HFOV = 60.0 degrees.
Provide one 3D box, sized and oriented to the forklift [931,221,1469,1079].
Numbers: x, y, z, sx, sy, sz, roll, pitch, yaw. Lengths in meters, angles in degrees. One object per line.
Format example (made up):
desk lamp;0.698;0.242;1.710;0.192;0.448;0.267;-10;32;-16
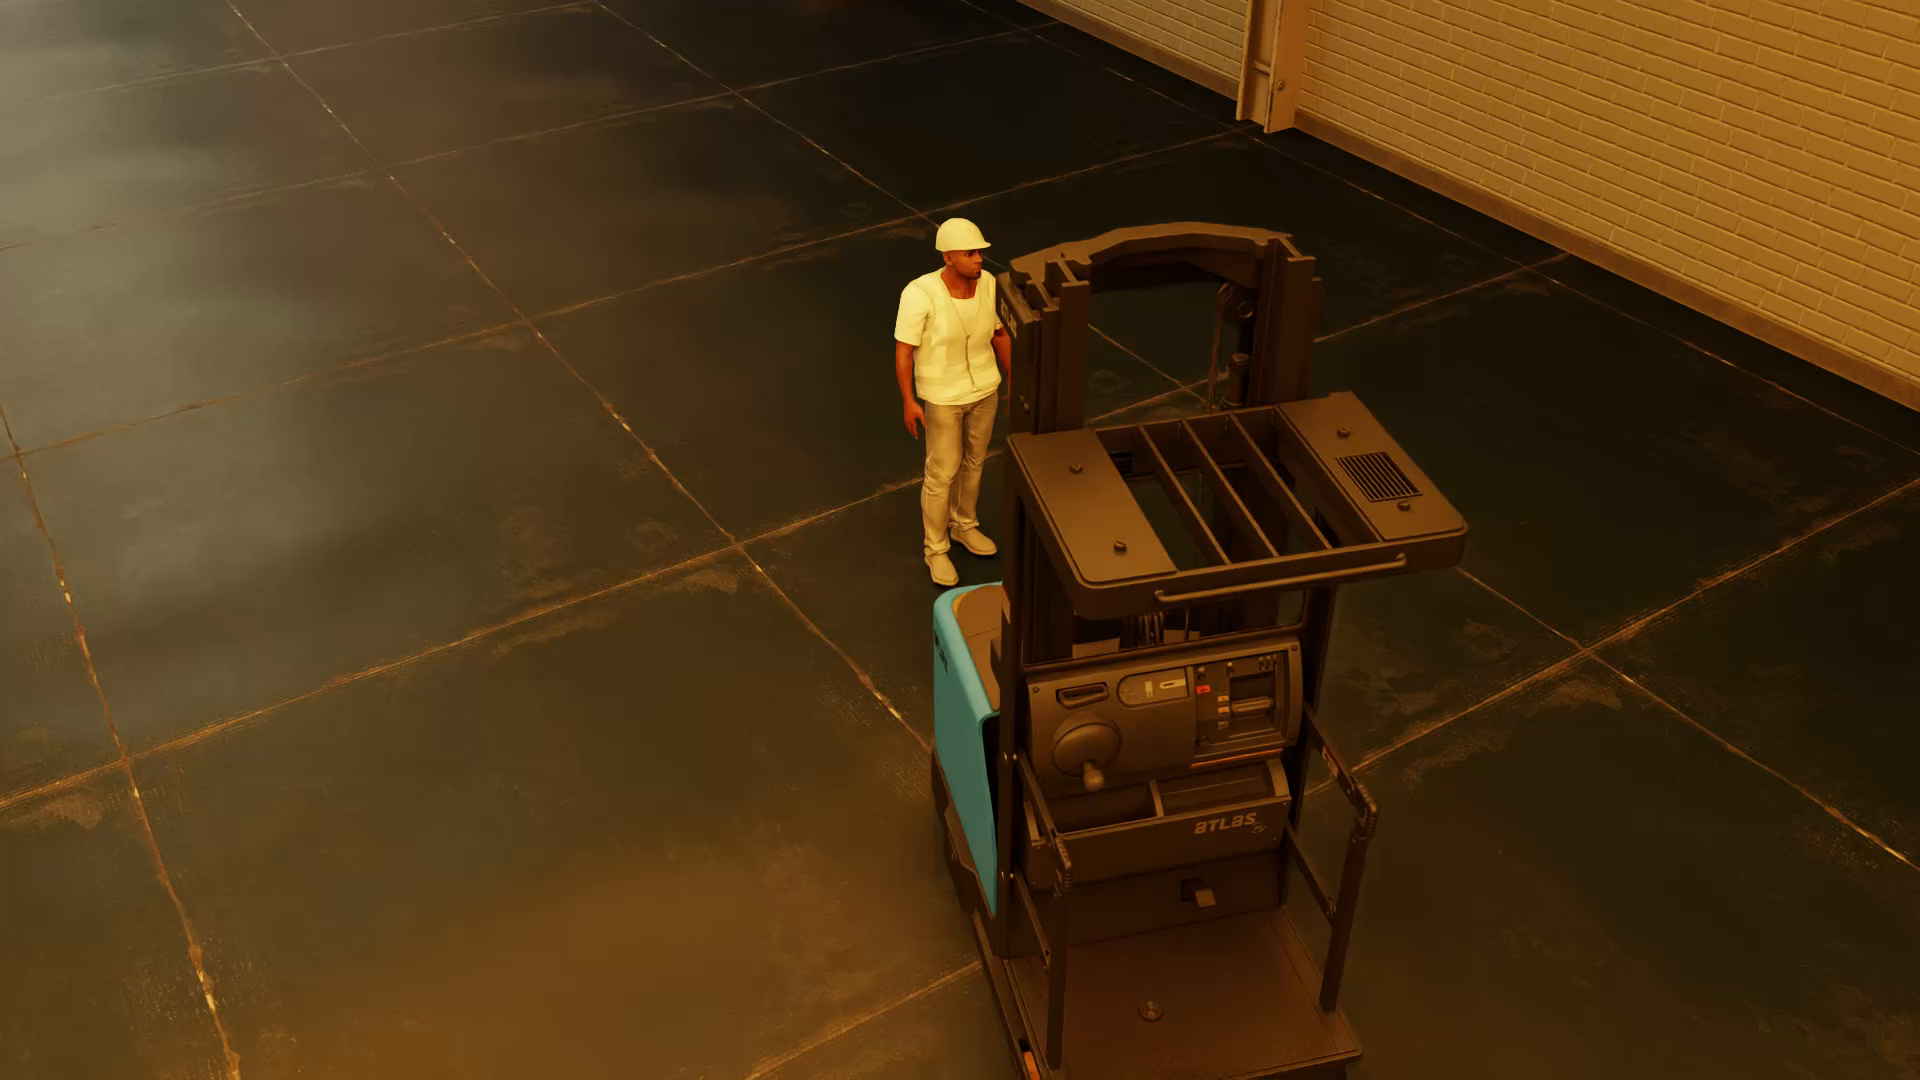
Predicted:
forklift;0.728;0.633;5.246;1.130;2.935;3.031;-8;36;-11

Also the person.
person;0.034;-0.693;8.135;0.666;1.768;0.575;-21;40;-27
